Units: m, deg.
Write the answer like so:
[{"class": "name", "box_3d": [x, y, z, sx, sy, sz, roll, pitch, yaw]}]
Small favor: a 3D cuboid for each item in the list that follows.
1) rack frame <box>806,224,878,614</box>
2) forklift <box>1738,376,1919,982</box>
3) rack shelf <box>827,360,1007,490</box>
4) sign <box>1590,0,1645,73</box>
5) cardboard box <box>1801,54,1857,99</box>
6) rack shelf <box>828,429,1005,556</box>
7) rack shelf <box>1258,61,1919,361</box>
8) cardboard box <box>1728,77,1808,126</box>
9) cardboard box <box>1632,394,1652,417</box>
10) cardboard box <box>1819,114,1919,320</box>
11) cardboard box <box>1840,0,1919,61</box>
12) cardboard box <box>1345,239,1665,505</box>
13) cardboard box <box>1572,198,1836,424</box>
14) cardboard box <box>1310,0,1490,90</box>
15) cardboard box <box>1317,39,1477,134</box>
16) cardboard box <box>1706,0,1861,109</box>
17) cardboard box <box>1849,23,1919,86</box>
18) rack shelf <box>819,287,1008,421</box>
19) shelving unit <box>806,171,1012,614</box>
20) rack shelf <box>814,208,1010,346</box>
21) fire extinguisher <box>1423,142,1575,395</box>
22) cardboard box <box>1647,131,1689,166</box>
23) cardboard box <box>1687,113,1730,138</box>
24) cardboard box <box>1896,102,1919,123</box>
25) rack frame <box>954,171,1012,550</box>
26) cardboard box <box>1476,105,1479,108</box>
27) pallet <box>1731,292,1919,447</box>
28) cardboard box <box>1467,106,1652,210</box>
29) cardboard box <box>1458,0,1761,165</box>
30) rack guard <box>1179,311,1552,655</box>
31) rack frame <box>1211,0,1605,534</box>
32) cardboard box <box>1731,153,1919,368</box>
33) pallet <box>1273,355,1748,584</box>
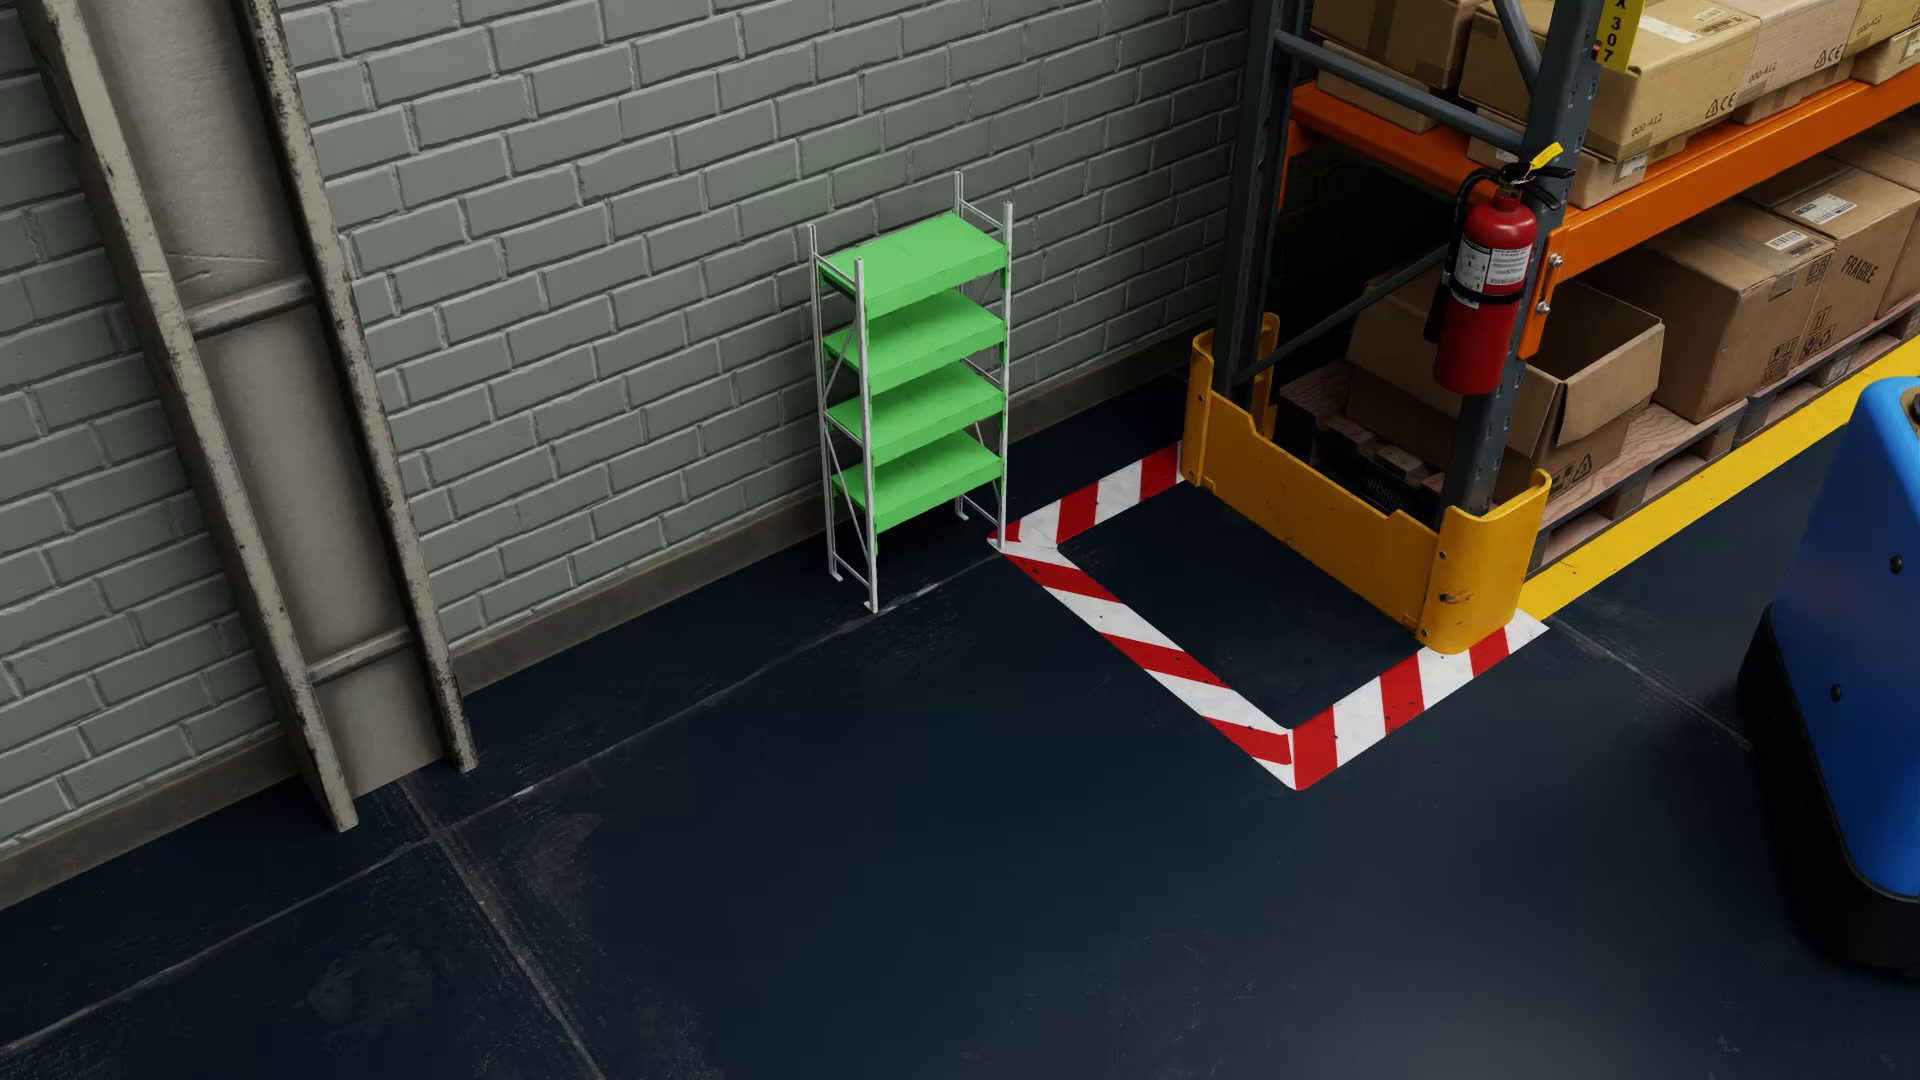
[{"class": "rack frame", "box_3d": [-0.325, -0.306, 4.676, 0.015, 1.200, 0.240, -26, 46, -28]}, {"class": "forklift", "box_3d": [3.613, -0.275, 3.274, 3.031, 2.935, 1.130, 5, 40, 6]}, {"class": "rack shelf", "box_3d": [-0.131, -0.351, 4.832, 0.480, 0.148, 0.258, -26, 46, -28]}, {"class": "sign", "box_3d": [1.466, -1.201, 3.667, 0.005, 0.325, 0.100, -26, 46, -28]}, {"class": "cardboard box", "box_3d": [2.369, -1.444, 4.844, 0.250, 0.149, 0.380, -25, 46, -27]}, {"class": "rack shelf", "box_3d": [-0.131, -0.165, 4.984, 0.480, 0.148, 0.258, -26, 46, -28]}, {"class": "rack shelf", "box_3d": [2.721, -1.634, 5.444, 4.000, 0.370, 1.077, -26, 46, -28]}, {"class": "cardboard box", "box_3d": [2.162, -1.339, 4.715, 0.250, 0.149, 0.380, -25, 45, -27]}, {"class": "cardboard box", "box_3d": [2.039, -0.533, 5.451, 0.250, 0.149, 0.380, -28, 47, -30]}, {"class": "cardboard box", "box_3d": [3.203, -1.236, 6.032, 0.500, 0.500, 0.700, -28, 47, -30]}, {"class": "cardboard box", "box_3d": [2.459, -1.629, 4.754, 0.500, 0.250, 0.500, -27, 46, -29]}, {"class": "cardboard box", "box_3d": [1.678, -0.525, 5.163, 0.637, 0.503, 0.797, -28, 47, -30]}, {"class": "cardboard box", "box_3d": [2.380, -0.835, 5.543, 0.500, 0.500, 0.700, -24, 45, -26]}, {"class": "cardboard box", "box_3d": [1.338, -1.508, 4.607, 0.500, 0.250, 0.500, -25, 45, -27]}, {"class": "cardboard box", "box_3d": [1.235, -1.305, 4.674, 0.250, 0.149, 0.380, -27, 46, -29]}, {"class": "cardboard box", "box_3d": [2.059, -1.431, 4.513, 0.500, 0.250, 0.500, -25, 46, -28]}, {"class": "cardboard box", "box_3d": [2.615, -1.504, 4.917, 0.250, 0.149, 0.380, -27, 47, -29]}, {"class": "rack shelf", "box_3d": [-0.131, -0.536, 4.680, 0.480, 0.148, 0.258, -26, 46, -28]}, {"class": "shelving unit", "box_3d": [-0.131, -0.400, 4.791, 0.503, 1.200, 0.258, -26, 46, -28]}, {"class": "rack shelf", "box_3d": [-0.131, -0.722, 4.527, 0.480, 0.148, 0.258, -26, 46, -28]}, {"class": "fire extinguisher", "box_3d": [1.300, -0.676, 4.064, 0.183, 0.674, 0.296, -26, 46, -28]}, {"class": "cardboard box", "box_3d": [1.737, -1.153, 4.489, 0.250, 0.149, 0.380, -25, 45, -27]}, {"class": "cardboard box", "box_3d": [1.924, -1.272, 4.634, 0.250, 0.149, 0.380, -27, 46, -29]}, {"class": "cardboard box", "box_3d": [3.639, -1.672, 6.712, 0.500, 0.311, 0.500, -24, 45, -27]}, {"class": "rack frame", "box_3d": [0.062, -0.494, 4.906, 0.015, 1.200, 0.240, -26, 46, -28]}, {"class": "cardboard box", "box_3d": [1.473, -1.373, 4.756, 0.250, 0.149, 0.380, -25, 45, -27]}, {"class": "pallet", "box_3d": [2.794, -0.868, 6.142, 1.213, 0.211, 1.003, -26, 46, -28]}, {"class": "cardboard box", "box_3d": [1.563, -1.031, 4.340, 0.250, 0.149, 0.380, -26, 46, -28]}, {"class": "cardboard box", "box_3d": [1.659, -1.236, 4.276, 0.500, 0.250, 0.500, -26, 46, -28]}, {"class": "rack guard", "box_3d": [1.196, -0.202, 5.103, 0.348, 0.500, 1.175, -26, 46, -28]}, {"class": "rack frame", "box_3d": [1.135, -1.139, 4.274, 0.127, 3.000, 1.000, -26, 46, -28]}, {"class": "cardboard box", "box_3d": [2.860, -0.989, 5.730, 0.500, 0.500, 0.500, -25, 46, -27]}, {"class": "pallet", "box_3d": [1.827, -0.399, 5.570, 1.213, 0.211, 1.003, -26, 46, -28]}]
